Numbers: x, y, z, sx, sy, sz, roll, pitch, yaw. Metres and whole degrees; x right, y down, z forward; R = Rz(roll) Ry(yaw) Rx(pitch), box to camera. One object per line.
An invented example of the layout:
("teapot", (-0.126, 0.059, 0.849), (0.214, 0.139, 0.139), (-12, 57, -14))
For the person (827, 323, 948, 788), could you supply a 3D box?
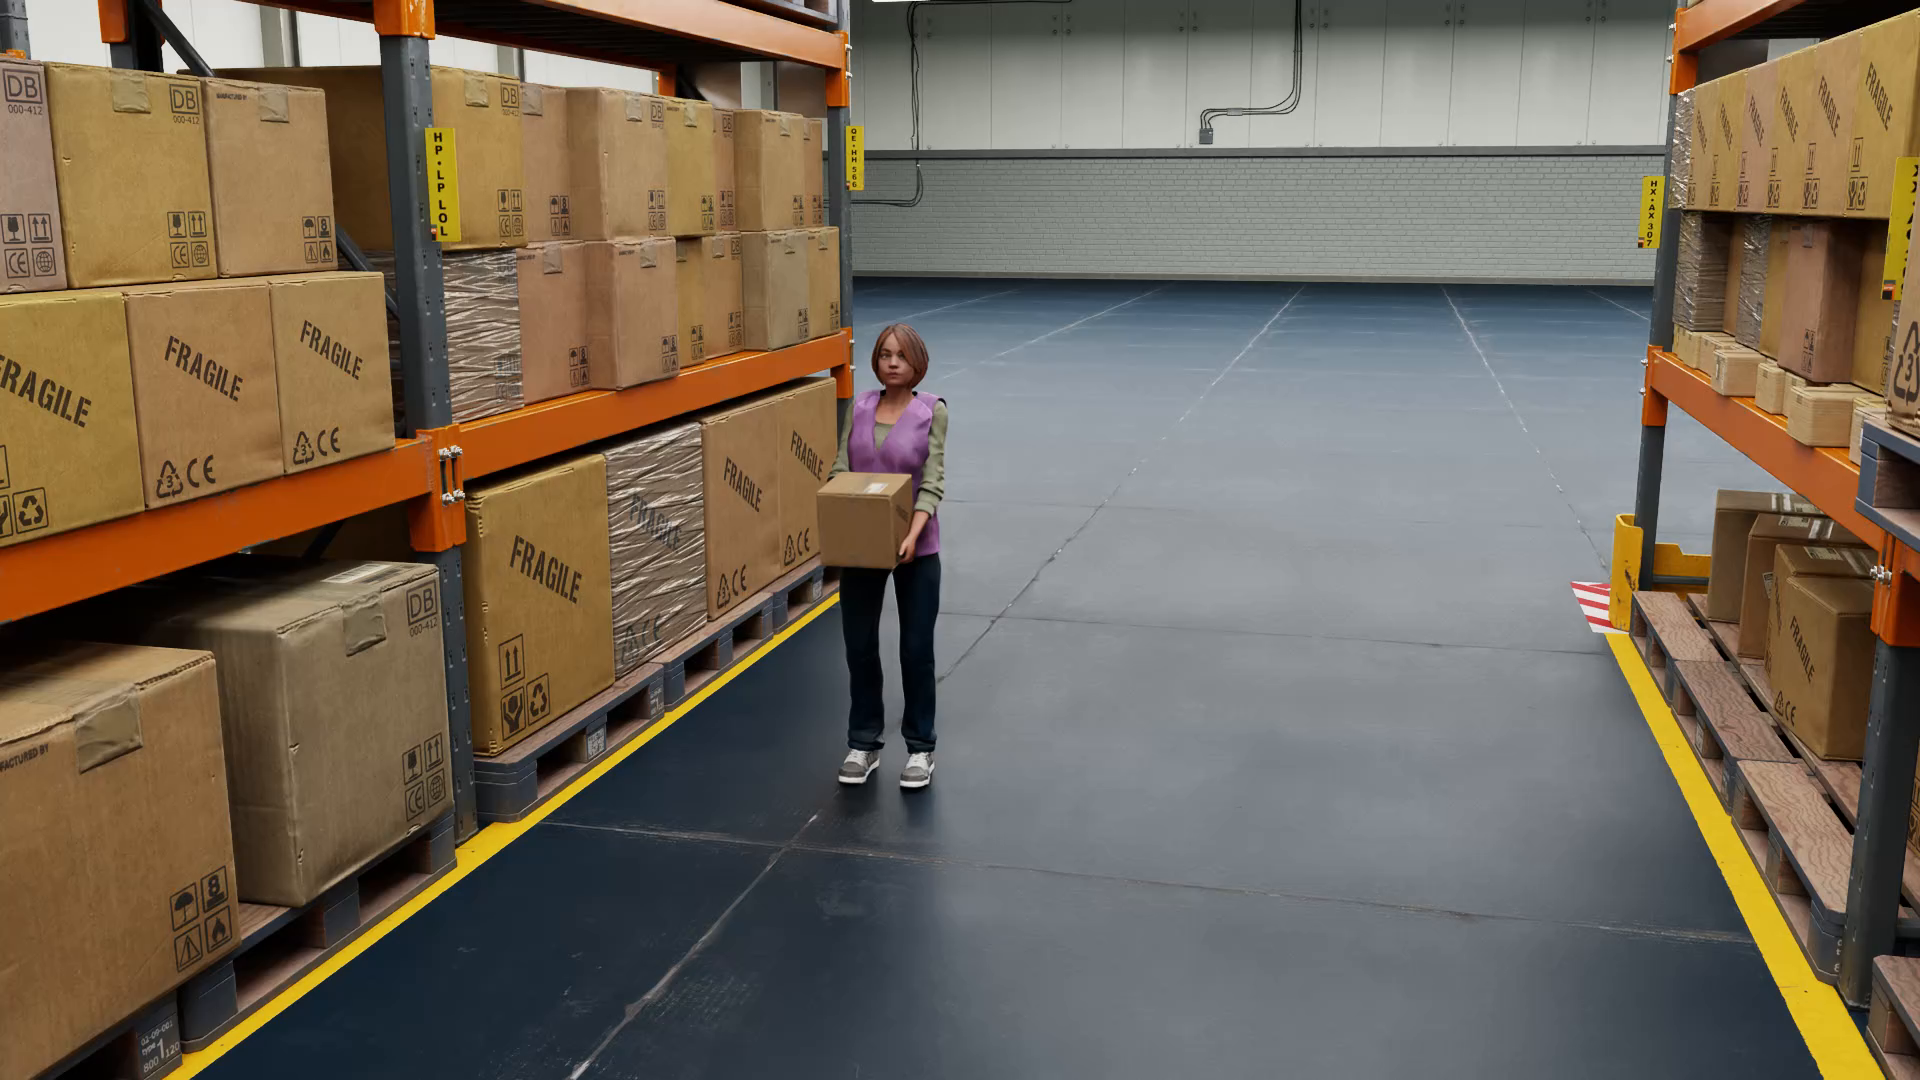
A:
("person", (-0.254, 0.071, 5.646), (0.407, 1.588, 0.500), (3, 12, 14))
